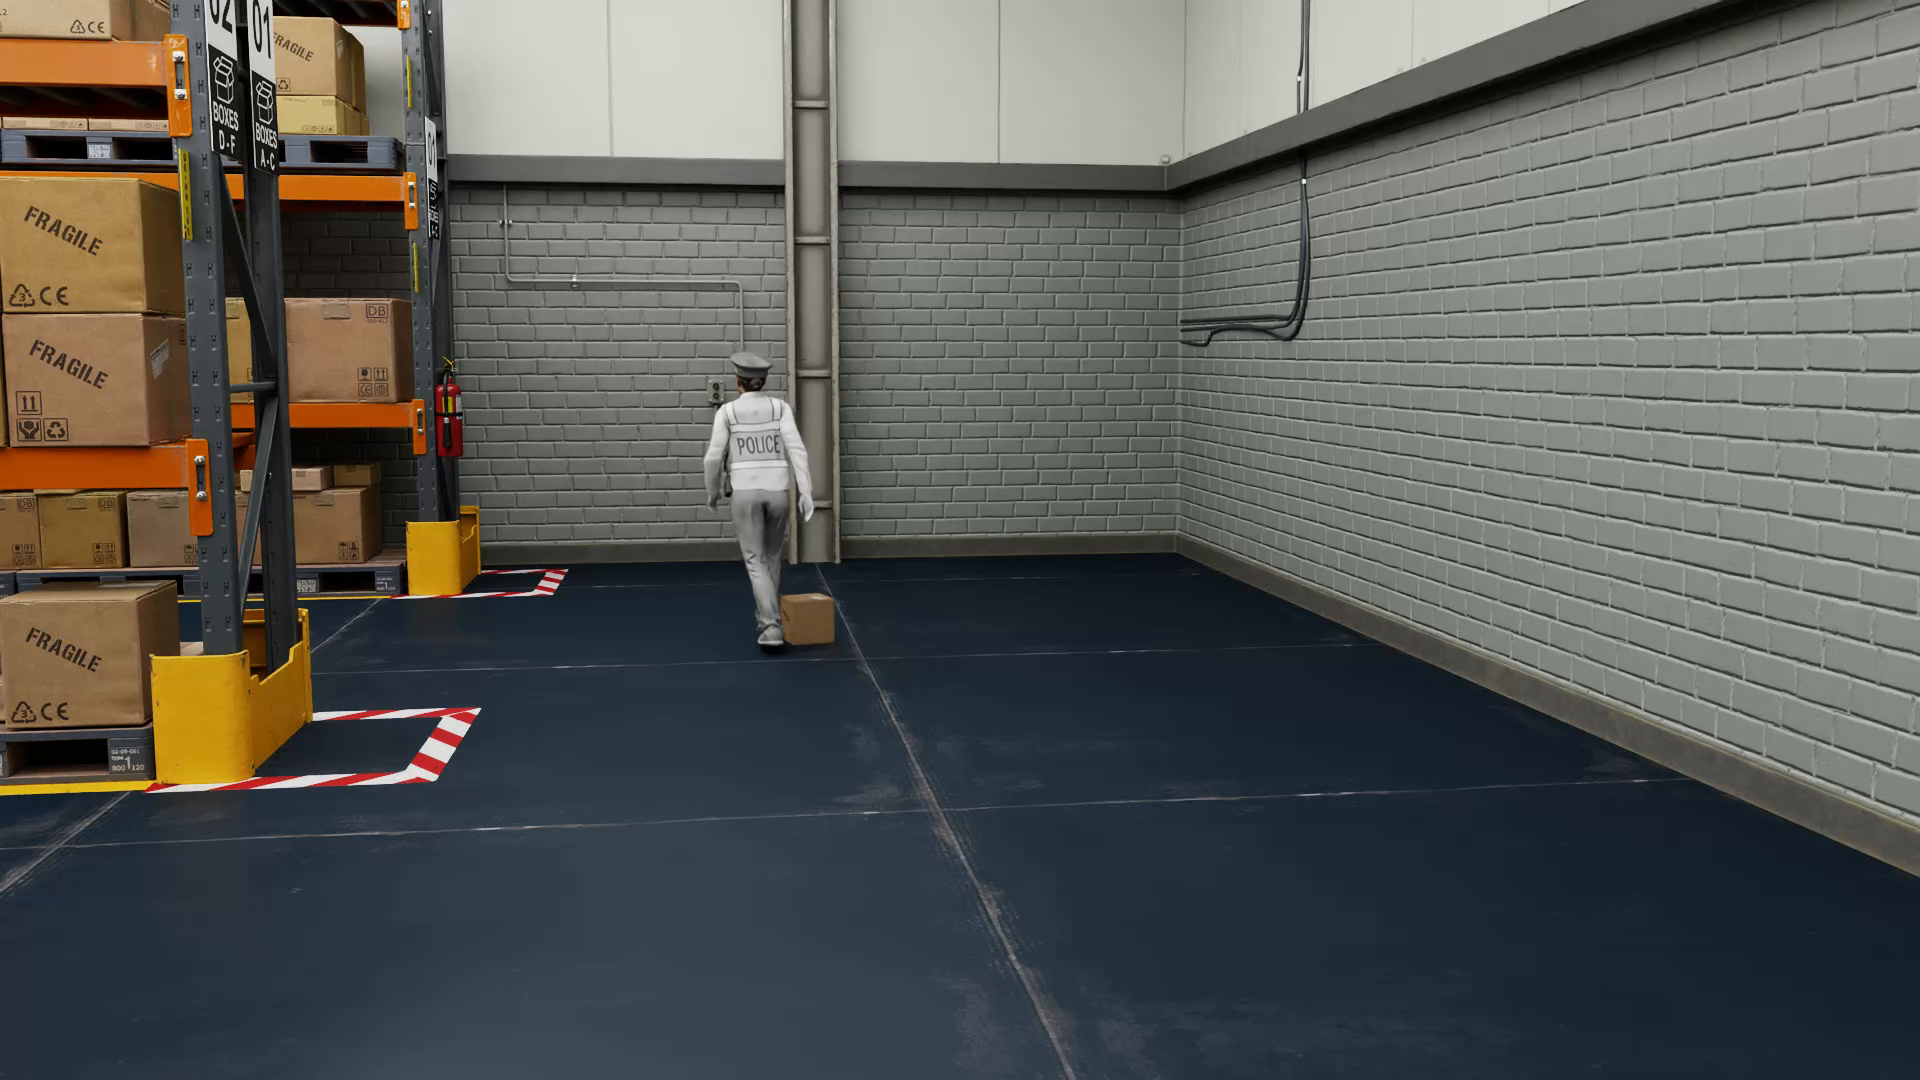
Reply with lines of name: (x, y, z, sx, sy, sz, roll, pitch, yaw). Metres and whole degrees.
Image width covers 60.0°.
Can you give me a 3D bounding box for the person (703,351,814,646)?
person: (-1.165, -0.231, 9.419, 0.563, 1.670, 0.852, -3, 7, -22)
